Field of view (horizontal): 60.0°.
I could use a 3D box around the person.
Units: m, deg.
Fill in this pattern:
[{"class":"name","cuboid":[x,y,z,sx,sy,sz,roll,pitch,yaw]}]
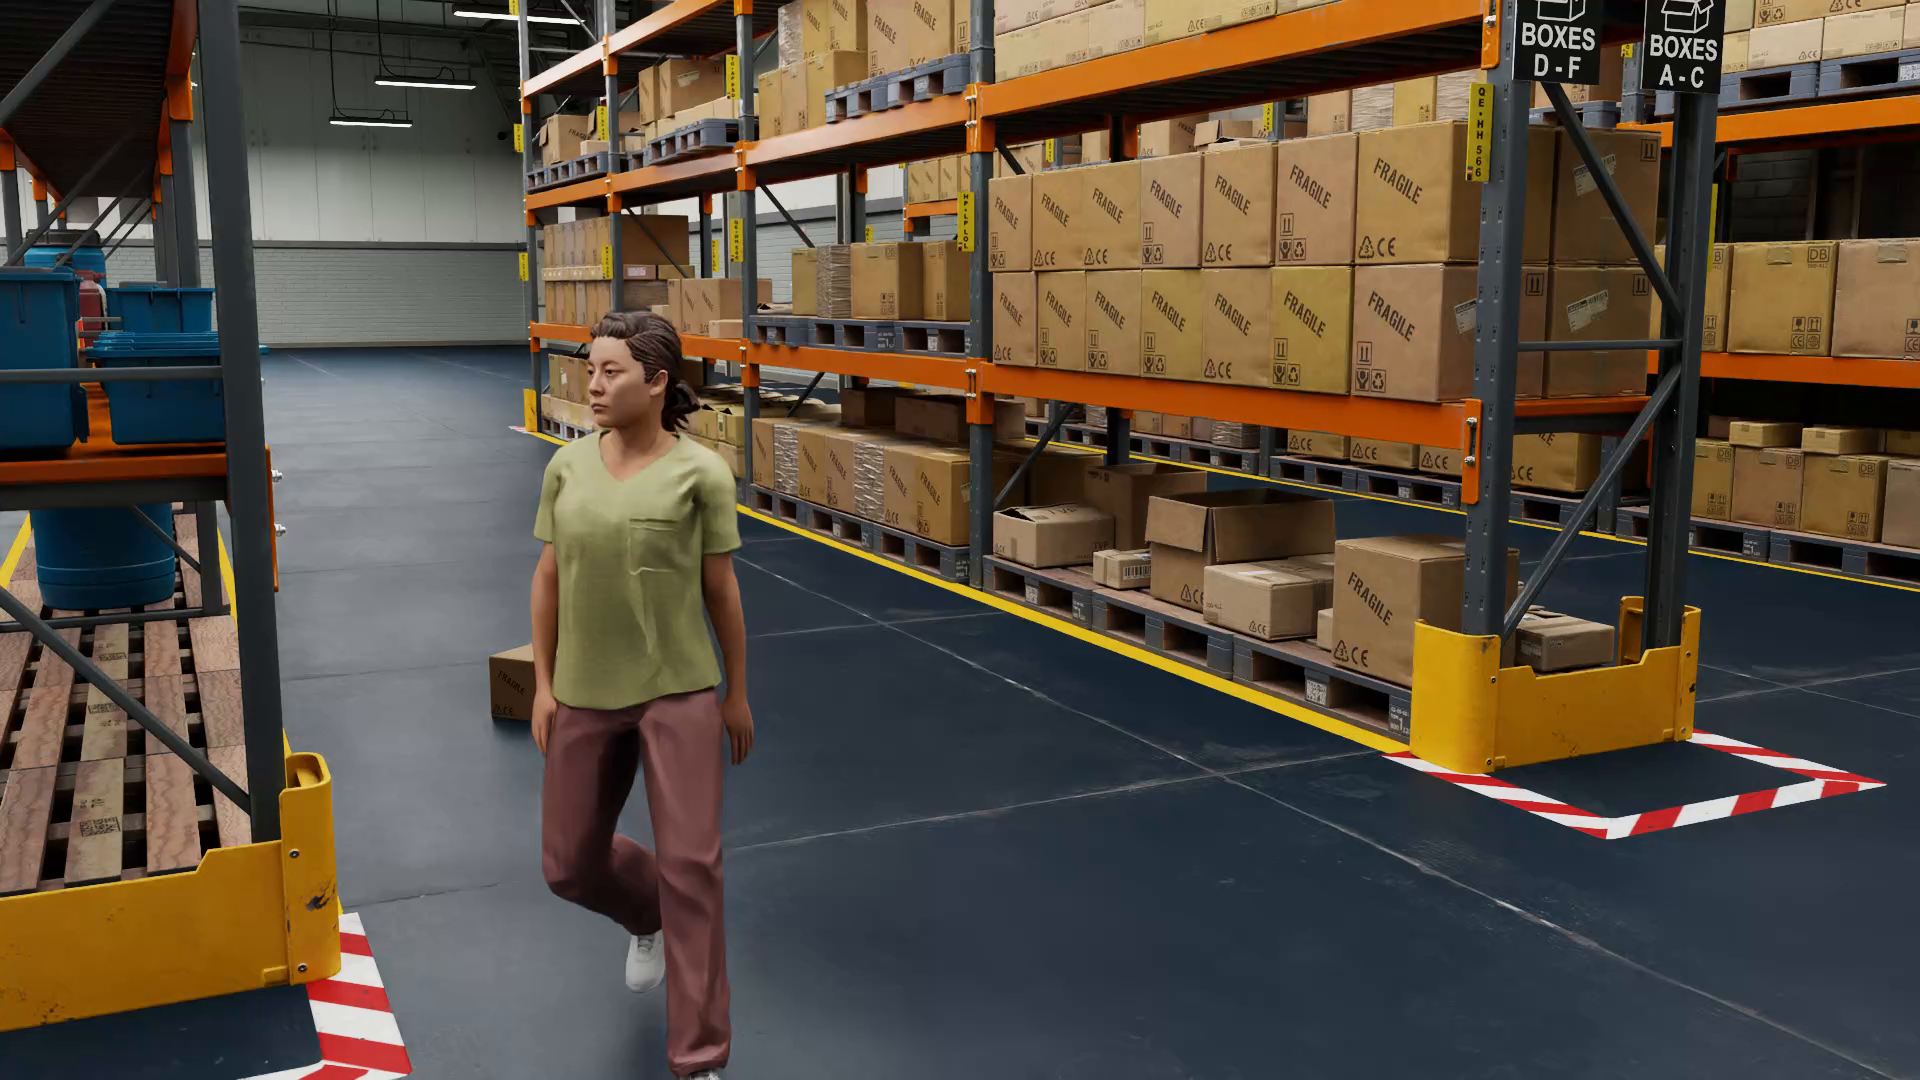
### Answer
[{"class":"person","cuboid":[-0.688,0.363,3.602,0.477,1.588,0.808,1,9,4]}]
